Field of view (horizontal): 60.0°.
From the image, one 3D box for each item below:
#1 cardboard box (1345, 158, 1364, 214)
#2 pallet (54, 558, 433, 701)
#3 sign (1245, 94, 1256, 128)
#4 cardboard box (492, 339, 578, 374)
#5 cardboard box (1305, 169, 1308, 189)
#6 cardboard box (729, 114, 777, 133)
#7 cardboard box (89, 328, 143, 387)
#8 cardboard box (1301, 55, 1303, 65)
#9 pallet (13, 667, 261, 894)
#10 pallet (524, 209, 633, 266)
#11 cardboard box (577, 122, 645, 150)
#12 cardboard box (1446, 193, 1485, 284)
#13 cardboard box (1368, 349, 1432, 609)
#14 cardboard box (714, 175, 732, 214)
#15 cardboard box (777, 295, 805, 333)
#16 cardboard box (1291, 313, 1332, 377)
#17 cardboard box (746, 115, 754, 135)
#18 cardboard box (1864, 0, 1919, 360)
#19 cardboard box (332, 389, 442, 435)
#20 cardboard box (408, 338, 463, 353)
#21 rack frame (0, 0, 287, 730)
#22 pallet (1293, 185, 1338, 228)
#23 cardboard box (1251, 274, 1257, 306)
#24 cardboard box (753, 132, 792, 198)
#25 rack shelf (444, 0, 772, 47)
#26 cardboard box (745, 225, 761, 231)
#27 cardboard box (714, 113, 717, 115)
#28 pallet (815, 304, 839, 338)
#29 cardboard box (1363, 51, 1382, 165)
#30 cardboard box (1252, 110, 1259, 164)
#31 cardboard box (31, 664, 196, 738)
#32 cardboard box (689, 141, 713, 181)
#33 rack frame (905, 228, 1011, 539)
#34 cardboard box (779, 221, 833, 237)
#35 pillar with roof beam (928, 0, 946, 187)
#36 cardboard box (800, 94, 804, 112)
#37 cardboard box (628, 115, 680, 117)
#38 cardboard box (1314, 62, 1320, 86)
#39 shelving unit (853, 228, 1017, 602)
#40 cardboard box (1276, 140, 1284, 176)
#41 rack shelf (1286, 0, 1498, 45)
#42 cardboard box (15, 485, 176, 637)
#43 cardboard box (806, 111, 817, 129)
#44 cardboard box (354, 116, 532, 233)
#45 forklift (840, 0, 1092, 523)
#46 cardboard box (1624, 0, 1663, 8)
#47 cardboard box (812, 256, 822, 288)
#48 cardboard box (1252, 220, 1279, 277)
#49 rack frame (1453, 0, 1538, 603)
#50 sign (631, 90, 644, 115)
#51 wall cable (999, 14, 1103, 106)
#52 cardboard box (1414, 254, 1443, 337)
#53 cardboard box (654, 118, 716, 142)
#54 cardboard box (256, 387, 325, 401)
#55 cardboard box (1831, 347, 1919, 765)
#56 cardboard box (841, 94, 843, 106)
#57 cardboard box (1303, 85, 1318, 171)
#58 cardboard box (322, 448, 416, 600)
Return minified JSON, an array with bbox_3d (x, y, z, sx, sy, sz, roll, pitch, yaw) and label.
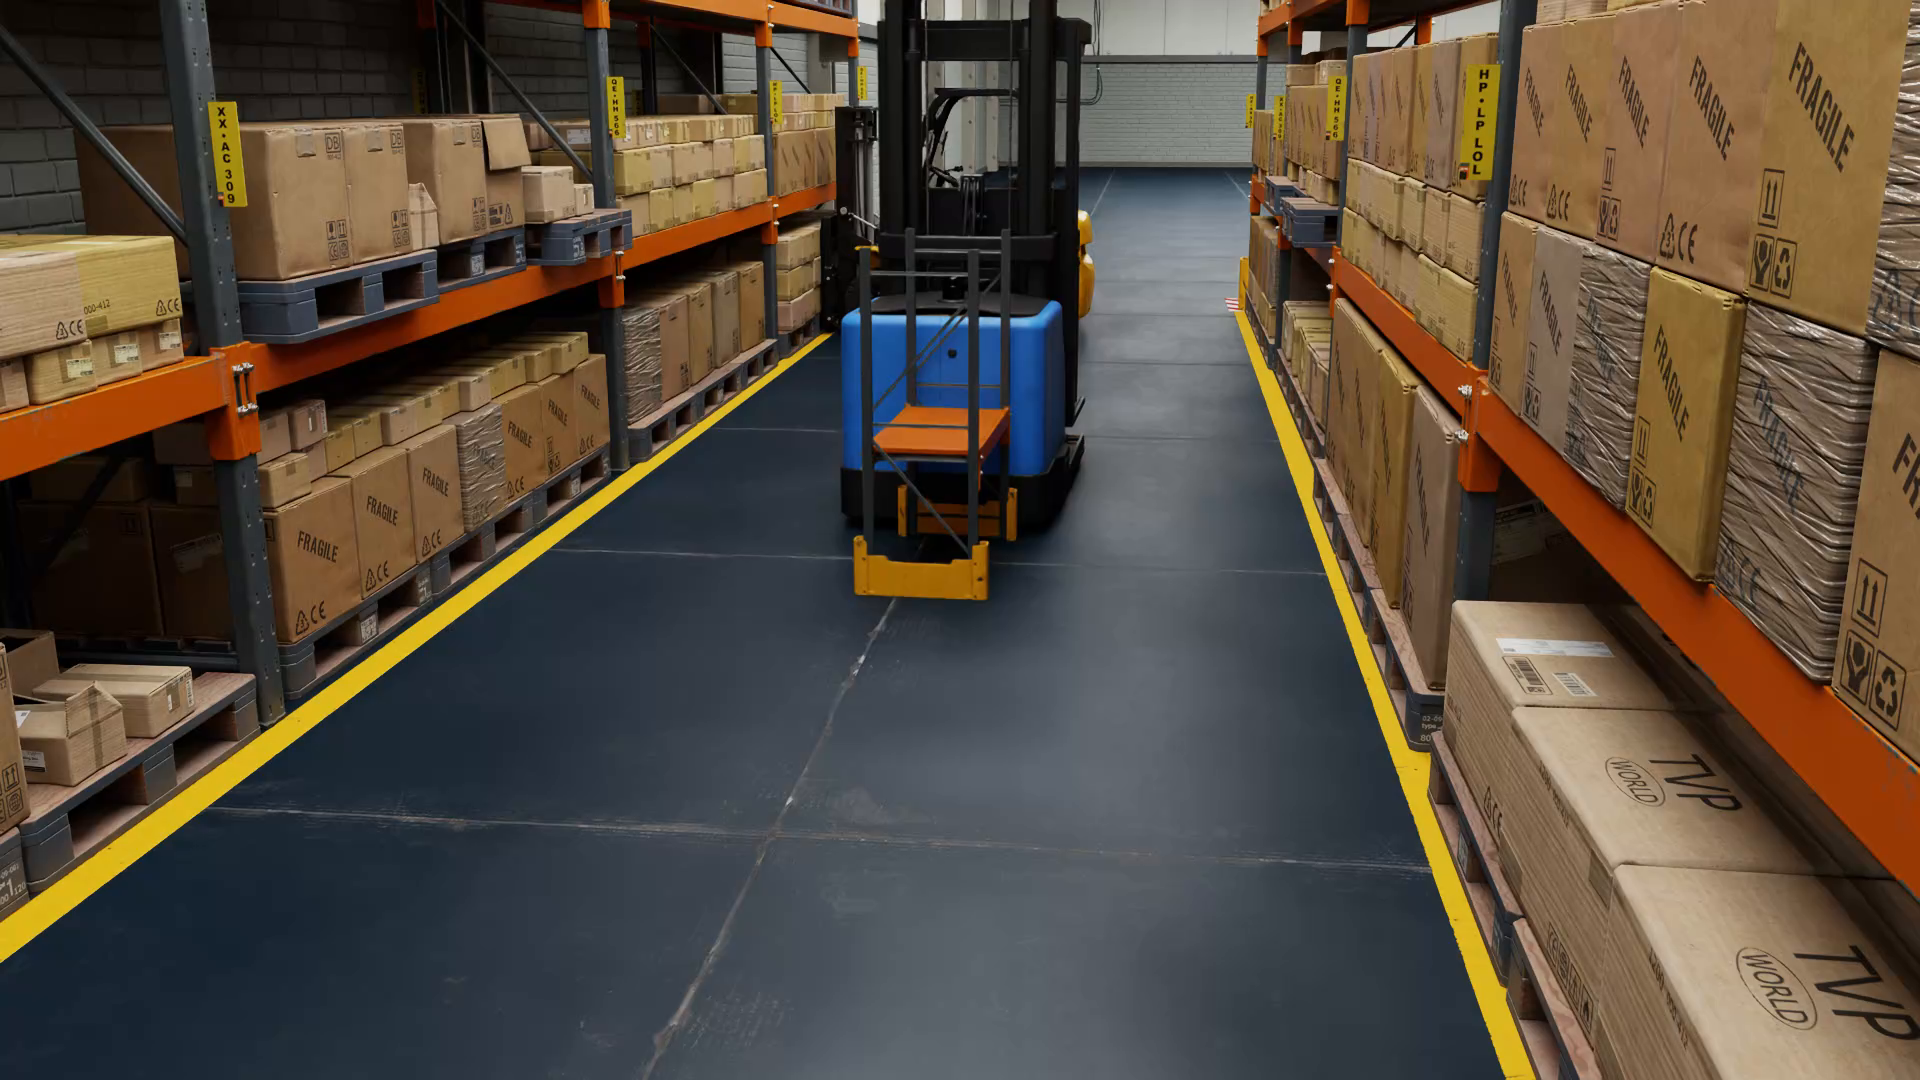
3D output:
[{"bbox_3d":[2.204,-1.761,8.259,0.500,0.250,0.500,2,15,6],"label":"cardboard box"},{"bbox_3d":[-2.823,0.310,6.613,1.003,0.211,1.213,2,15,6],"label":"pallet"},{"bbox_3d":[2.870,-4.225,16.383,0.100,0.325,0.005,2,15,6],"label":"sign"},{"bbox_3d":[-2.230,-0.964,8.721,0.380,0.149,0.250,1,15,3],"label":"cardboard box"},{"bbox_3d":[2.406,-2.294,10.577,0.380,0.149,0.250,1,15,4],"label":"cardboard box"},{"bbox_3d":[-1.677,-3.336,13.317,0.380,0.149,0.250,1,15,5],"label":"cardboard box"},{"bbox_3d":[-2.670,-0.545,4.912,0.380,0.149,0.250,2,15,8],"label":"cardboard box"},{"bbox_3d":[3.568,-4.327,15.741,0.700,0.500,0.500,1,15,5],"label":"cardboard box"},{"bbox_3d":[-2.956,0.700,5.170,1.003,0.211,1.213,2,15,6],"label":"pallet"},{"bbox_3d":[-2.433,-1.591,8.668,1.213,0.211,1.003,2,15,6],"label":"pallet"},{"bbox_3d":[-2.069,-2.366,9.733,0.380,0.149,0.250,2,15,7],"label":"cardboard box"},{"bbox_3d":[1.863,-0.970,5.331,0.500,0.250,0.500,2,15,6],"label":"cardboard box"},{"bbox_3d":[2.140,-0.254,6.620,0.875,0.875,0.875,2,15,8],"label":"cardboard box"},{"bbox_3d":[-1.909,-2.430,11.690,0.500,0.250,0.500,2,15,7],"label":"cardboard box"},{"bbox_3d":[-1.591,-1.890,13.870,0.500,0.250,0.500,2,15,7],"label":"cardboard box"},{"bbox_3d":[2.823,-1.366,11.695,0.950,0.372,0.625,3,15,10],"label":"cardboard box"},{"bbox_3d":[-1.793,-3.166,12.688,0.380,0.149,0.250,2,15,8],"label":"cardboard box"},{"bbox_3d":[1.451,-0.441,1.940,0.500,0.500,0.500,2,15,6],"label":"cardboard box"},{"bbox_3d":[-2.488,-0.559,7.225,0.380,0.149,0.250,2,15,8],"label":"cardboard box"},{"bbox_3d":[-2.851,-0.977,8.770,0.380,0.149,0.250,2,15,8],"label":"cardboard box"},{"bbox_3d":[-2.877,-0.824,5.464,1.000,3.000,0.127,2,15,6],"label":"rack frame"},{"bbox_3d":[2.689,-2.139,10.692,1.003,0.211,1.213,2,15,6],"label":"pallet"},{"bbox_3d":[2.978,-2.334,15.509,0.500,0.250,0.500,2,15,8],"label":"cardboard box"},{"bbox_3d":[-1.665,-3.055,13.522,0.500,0.500,0.500,1,15,5],"label":"cardboard box"},{"bbox_3d":[-2.200,-3.481,10.922,1.077,0.370,4.000,2,15,6],"label":"rack shelf"},{"bbox_3d":[-1.999,-2.653,14.776,0.500,0.250,0.500,2,15,7],"label":"cardboard box"},{"bbox_3d":[-2.200,-3.418,13.620,0.380,0.149,0.250,1,15,5],"label":"cardboard box"},{"bbox_3d":[-1.708,-2.076,15.433,1.003,0.211,1.213,2,15,6],"label":"pallet"},{"bbox_3d":[2.161,-1.998,7.697,0.500,0.500,0.500,2,15,6],"label":"cardboard box"},{"bbox_3d":[3.080,-3.869,15.961,0.500,0.500,0.500,1,15,5],"label":"cardboard box"},{"bbox_3d":[-2.648,0.502,5.215,0.380,0.149,0.250,1,15,5],"label":"cardboard box"},{"bbox_3d":[-1.966,-2.537,11.127,0.500,0.250,0.500,2,15,7],"label":"cardboard box"},{"bbox_3d":[-0.010,-0.742,8.032,0.500,1.500,0.032,2,15,9],"label":"rack frame"},{"bbox_3d":[-1.429,-2.771,15.211,0.500,0.250,0.500,1,15,5],"label":"cardboard box"},{"bbox_3d":[3.811,-11.220,32.418,9.100,9.000,0.400,2,15,6],"label":"pillar with roof beam"},{"bbox_3d":[-1.551,-3.747,14.268,0.380,0.149,0.250,1,15,5],"label":"cardboard box"},{"bbox_3d":[-2.310,-3.108,12.475,0.380,0.149,0.250,1,15,4],"label":"cardboard box"},{"bbox_3d":[2.533,-3.065,10.943,0.380,0.149,0.250,3,15,9],"label":"cardboard box"},{"bbox_3d":[-0.091,-0.608,7.539,0.587,1.500,1.083,2,15,9],"label":"shelving unit"},{"bbox_3d":[2.761,-3.068,13.002,0.500,0.500,0.500,1,15,5],"label":"cardboard box"},{"bbox_3d":[2.732,-3.336,10.385,1.077,0.370,4.000,2,15,6],"label":"rack shelf"},{"bbox_3d":[-3.116,0.044,6.239,0.500,0.500,0.500,2,15,6],"label":"cardboard box"},{"bbox_3d":[-1.483,-3.736,14.798,0.380,0.149,0.250,1,15,5],"label":"cardboard box"},{"bbox_3d":[-2.427,-1.686,7.647,0.797,0.503,0.637,1,15,5],"label":"cardboard box"},{"bbox_3d":[0.141,-1.835,9.333,1.130,2.935,3.031,2,15,9],"label":"forklift"},{"bbox_3d":[1.614,-1.184,3.444,0.380,0.149,0.250,1,15,5],"label":"cardboard box"},{"bbox_3d":[-1.490,-2.393,14.771,0.500,0.250,0.500,2,15,6],"label":"cardboard box"},{"bbox_3d":[2.986,-2.686,15.375,0.500,0.500,0.500,1,15,4],"label":"cardboard box"},{"bbox_3d":[2.055,-0.679,4.927,1.000,3.000,0.127,2,15,6],"label":"rack frame"},{"bbox_3d":[-2.526,-3.371,13.073,0.100,0.325,0.005,2,15,6],"label":"sign"},{"bbox_3d":[2.534,-13.686,47.483,3.097,2.526,0.112,2,15,6],"label":"wall cable"},{"bbox_3d":[1.914,-0.863,5.893,0.500,0.250,0.500,1,15,5],"label":"cardboard box"},{"bbox_3d":[-1.860,-2.762,11.196,0.380,0.149,0.250,1,15,5],"label":"cardboard box"},{"bbox_3d":[-3.019,-0.574,7.282,0.380,0.149,0.250,2,15,7],"label":"cardboard box"},{"bbox_3d":[1.467,0.047,2.049,0.500,0.500,0.500,1,15,5],"label":"cardboard box"},{"bbox_3d":[-1.351,-4.278,16.231,0.380,0.149,0.250,2,15,6],"label":"cardboard box"},{"bbox_3d":[2.385,-2.503,10.105,0.500,0.500,0.500,1,15,2],"label":"cardboard box"},{"bbox_3d":[-2.549,-0.078,6.687,0.500,0.500,0.500,1,15,6],"label":"cardboard box"}]
